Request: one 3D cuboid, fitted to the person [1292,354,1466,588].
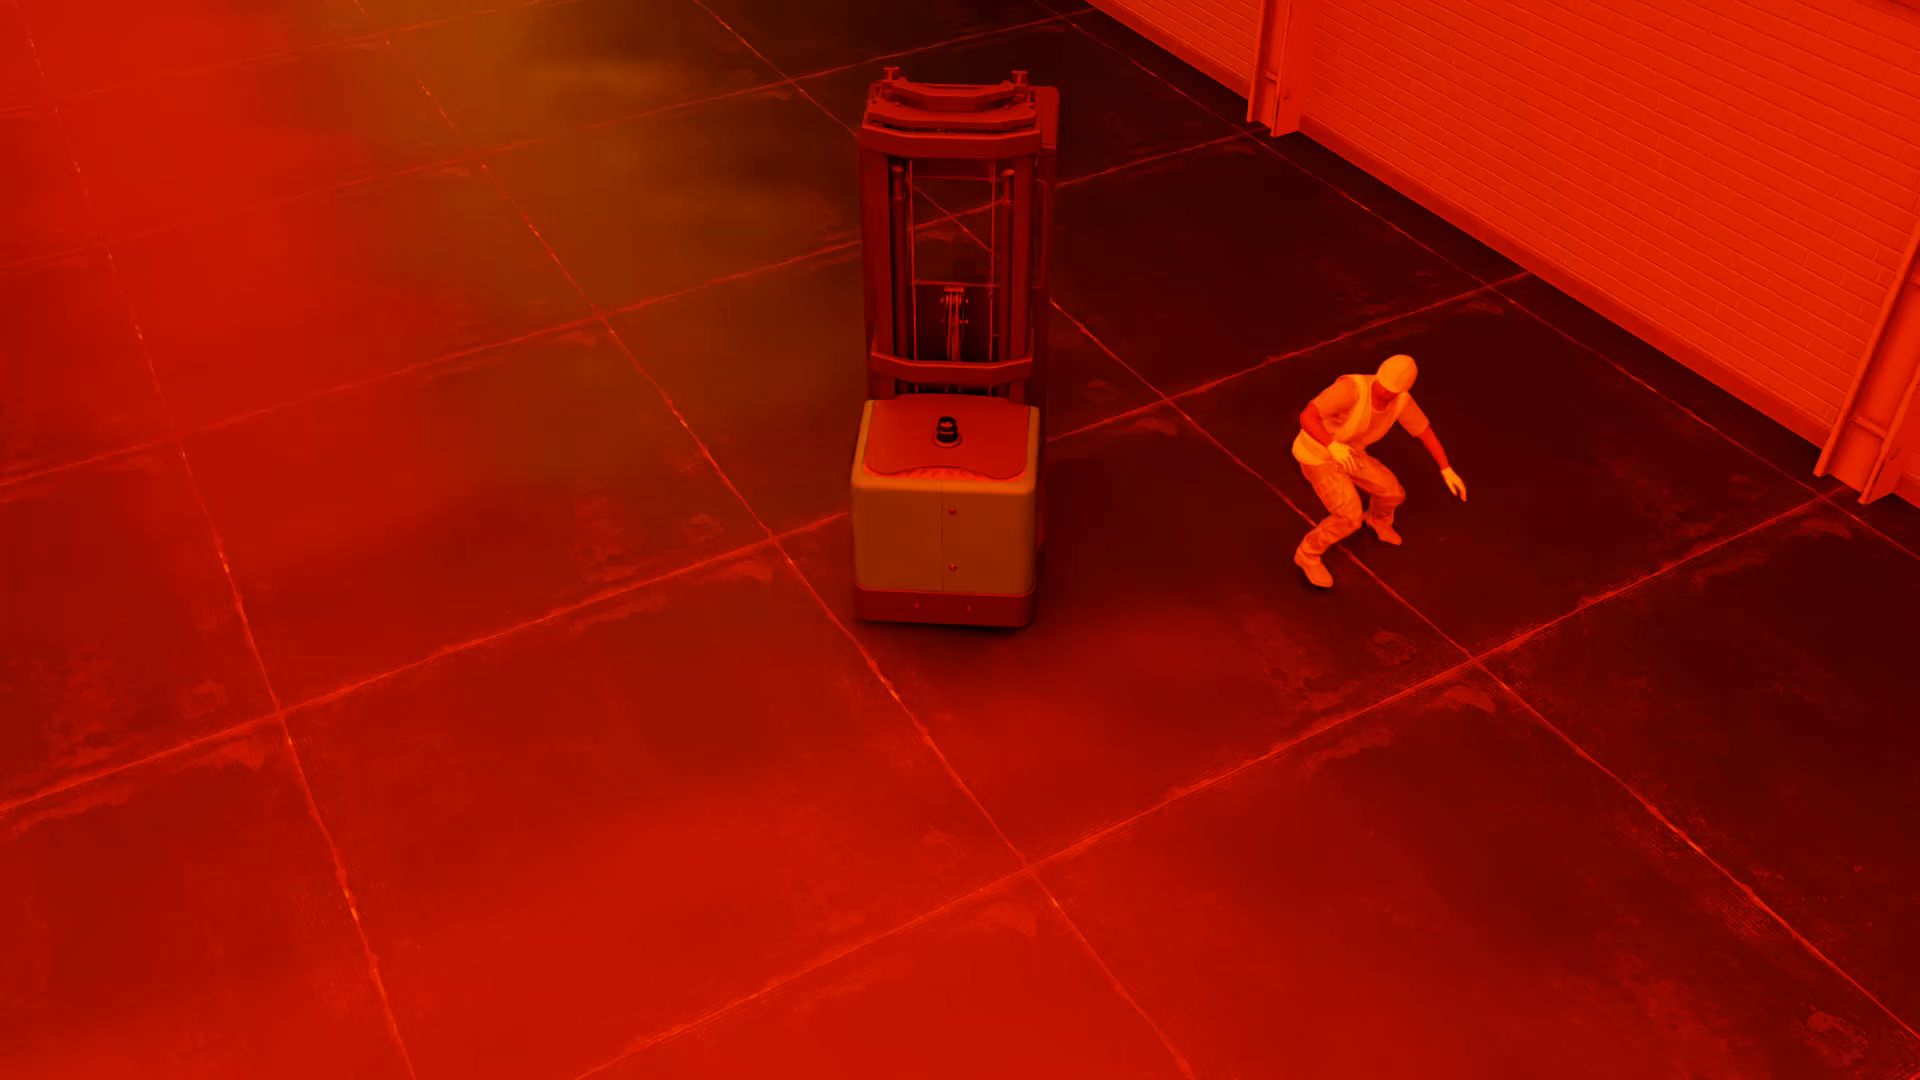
[{"bbox_3d":[2.401,-0.420,9.702,0.865,1.529,0.879,-24,45,-26],"label":"person"}]

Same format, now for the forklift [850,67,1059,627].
[{"bbox_3d":[-0.001,-1.551,9.905,1.130,2.935,3.031,2,40,3],"label":"forklift"}]
